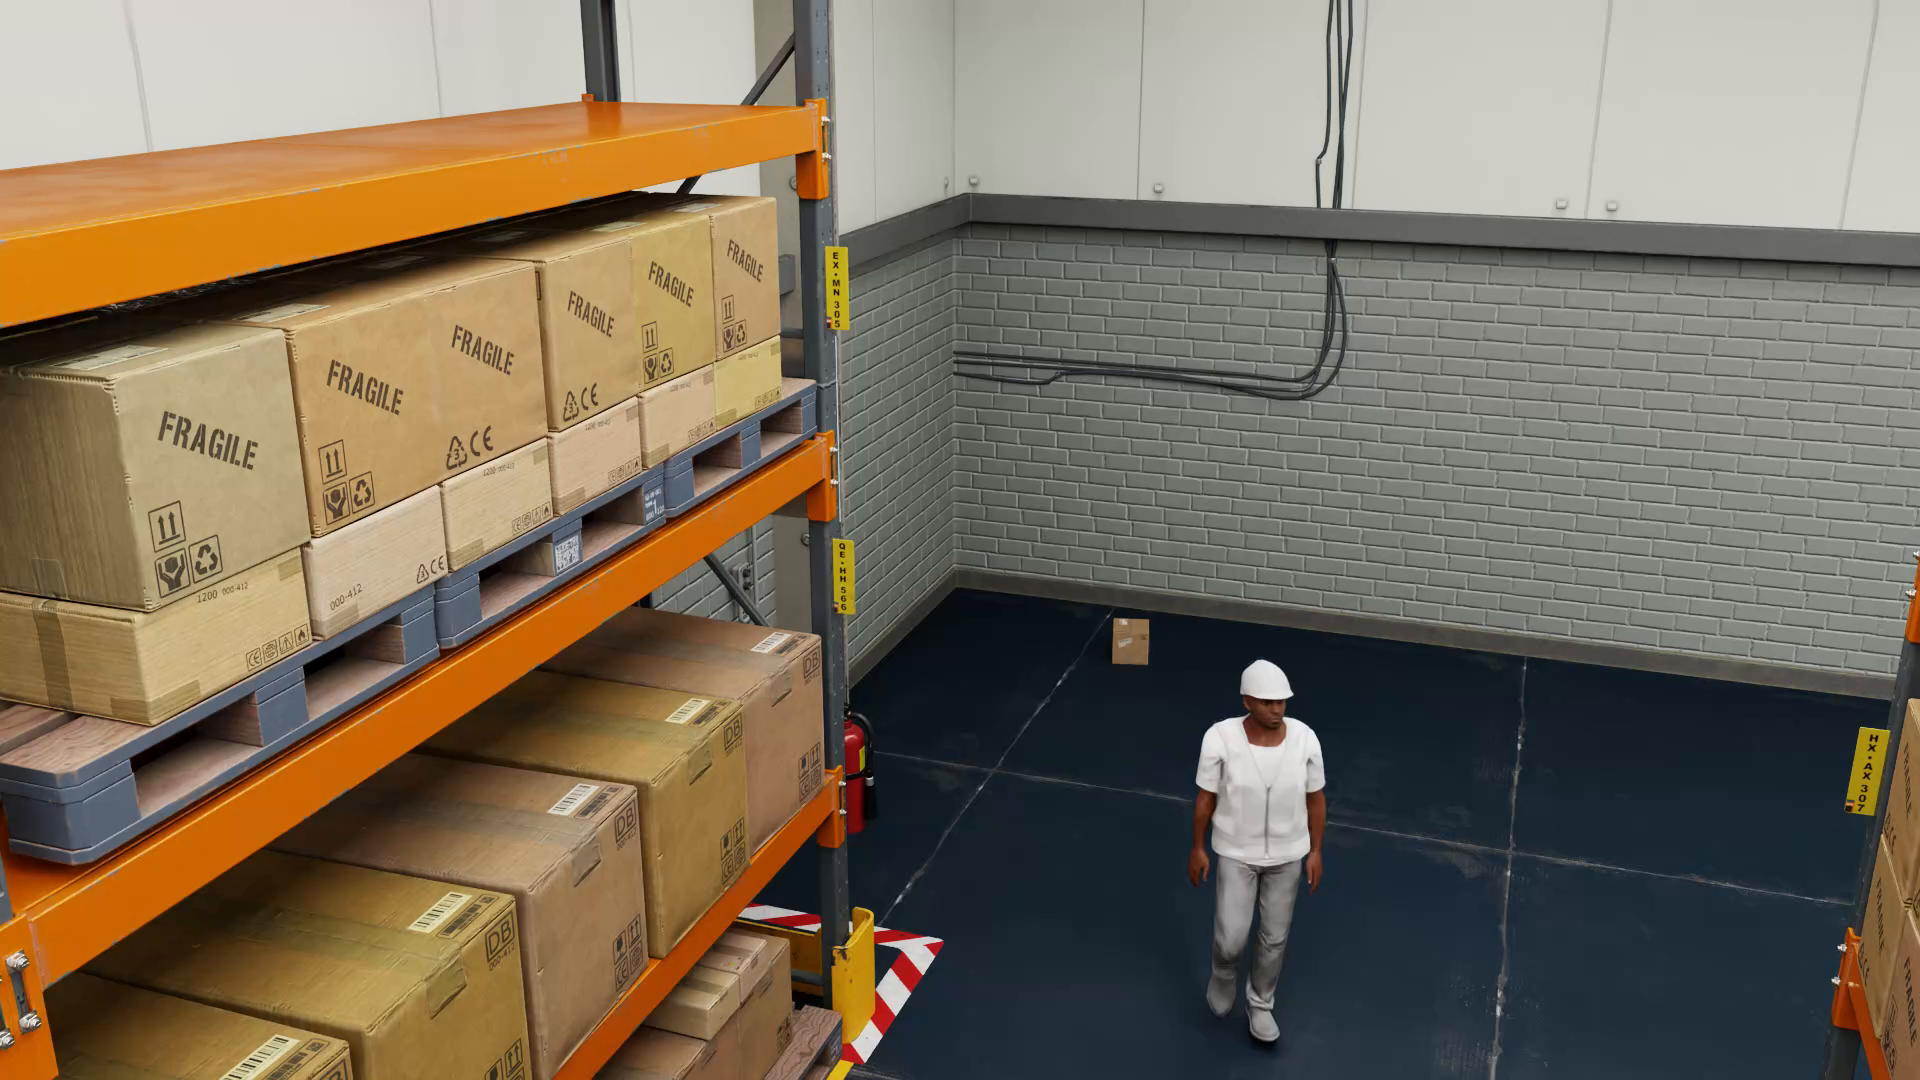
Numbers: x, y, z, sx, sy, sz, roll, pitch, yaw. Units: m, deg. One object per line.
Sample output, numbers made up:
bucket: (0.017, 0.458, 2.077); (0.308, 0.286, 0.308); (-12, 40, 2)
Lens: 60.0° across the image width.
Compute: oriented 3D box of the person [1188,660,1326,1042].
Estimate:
person: (1.318, 1.384, 7.317); (0.597, 1.756, 0.484); (-1, 19, -2)
